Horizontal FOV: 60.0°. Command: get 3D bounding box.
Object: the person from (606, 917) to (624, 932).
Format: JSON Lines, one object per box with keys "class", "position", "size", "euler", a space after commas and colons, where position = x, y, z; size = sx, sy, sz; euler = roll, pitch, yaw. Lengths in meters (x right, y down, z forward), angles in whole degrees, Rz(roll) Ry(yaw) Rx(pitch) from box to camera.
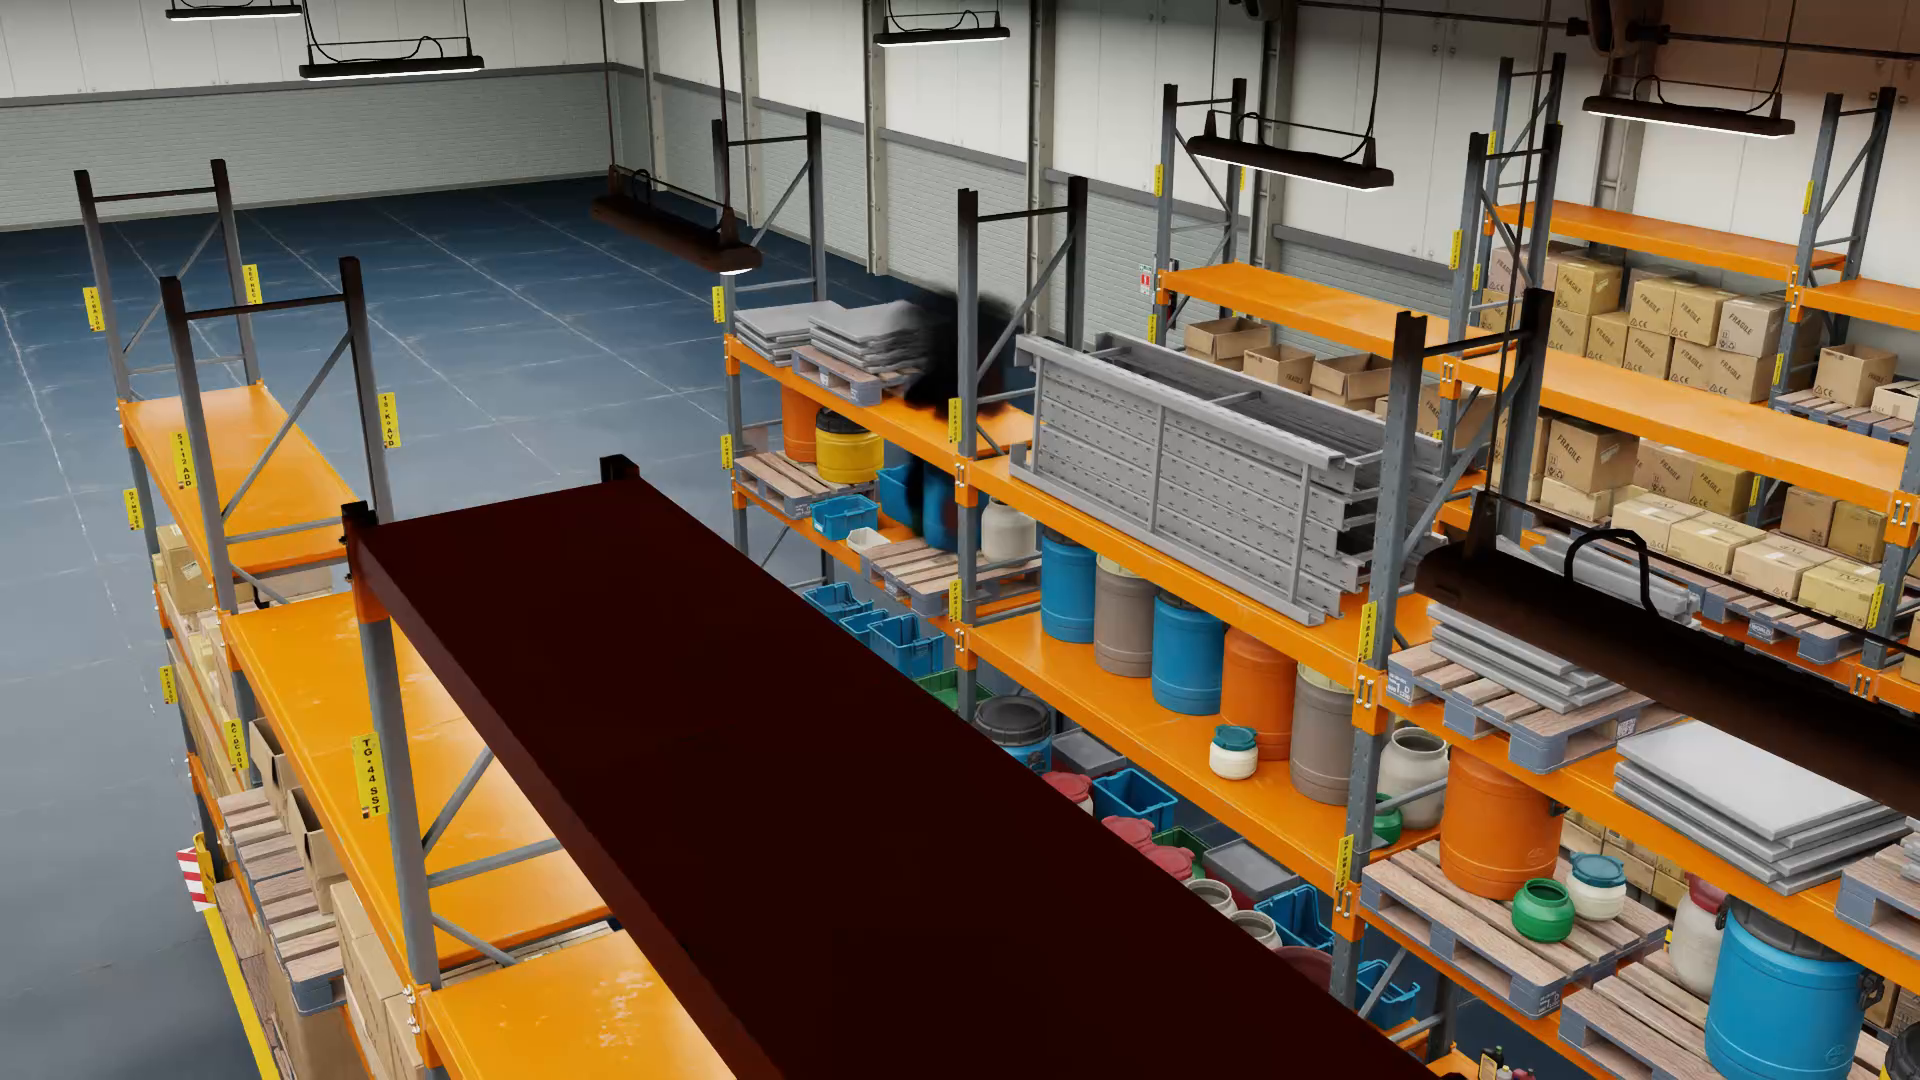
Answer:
{"class": "person", "position": [-2.572, 2.662, 12.556], "size": [0.518, 1.591, 0.887], "euler": [-17, 28, -37]}
